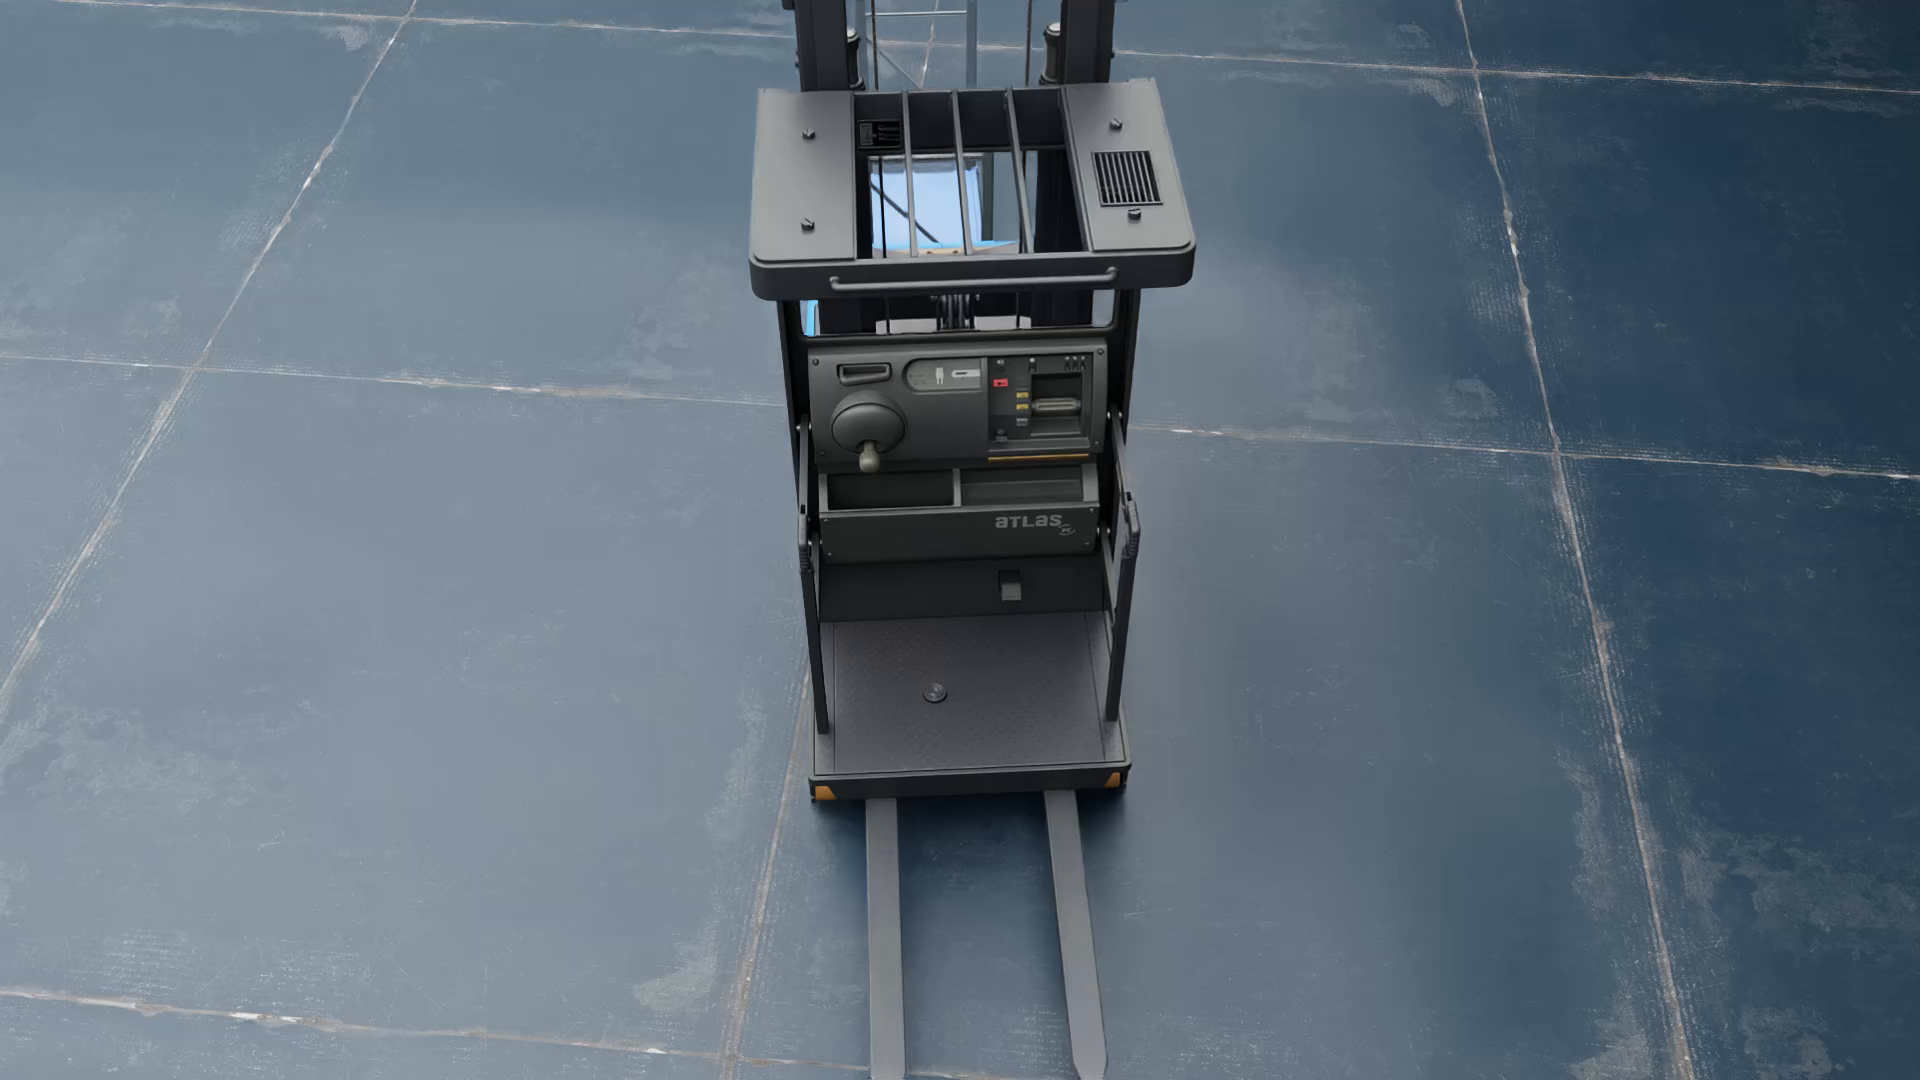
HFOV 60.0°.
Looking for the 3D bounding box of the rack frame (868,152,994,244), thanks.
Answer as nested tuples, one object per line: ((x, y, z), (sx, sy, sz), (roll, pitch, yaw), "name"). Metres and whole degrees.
((-0.125, -0.974, 6.624), (0.500, 1.500, 0.032), (-2, 48, -2), "rack frame")

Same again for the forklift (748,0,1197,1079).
((0.010, -0.321, 5.057), (1.130, 2.935, 3.031), (-2, 48, -2), "forklift")

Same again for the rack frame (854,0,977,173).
((-0.181, -1.723, 7.310), (0.500, 1.500, 0.032), (-2, 48, -2), "rack frame")

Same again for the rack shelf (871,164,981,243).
((-0.153, -1.227, 7.100), (0.538, 0.185, 1.000), (-2, 48, -2), "rack shelf")

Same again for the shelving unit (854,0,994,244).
((-0.153, -1.349, 6.967), (0.538, 1.500, 1.048), (-2, 48, -2), "shelving unit")
